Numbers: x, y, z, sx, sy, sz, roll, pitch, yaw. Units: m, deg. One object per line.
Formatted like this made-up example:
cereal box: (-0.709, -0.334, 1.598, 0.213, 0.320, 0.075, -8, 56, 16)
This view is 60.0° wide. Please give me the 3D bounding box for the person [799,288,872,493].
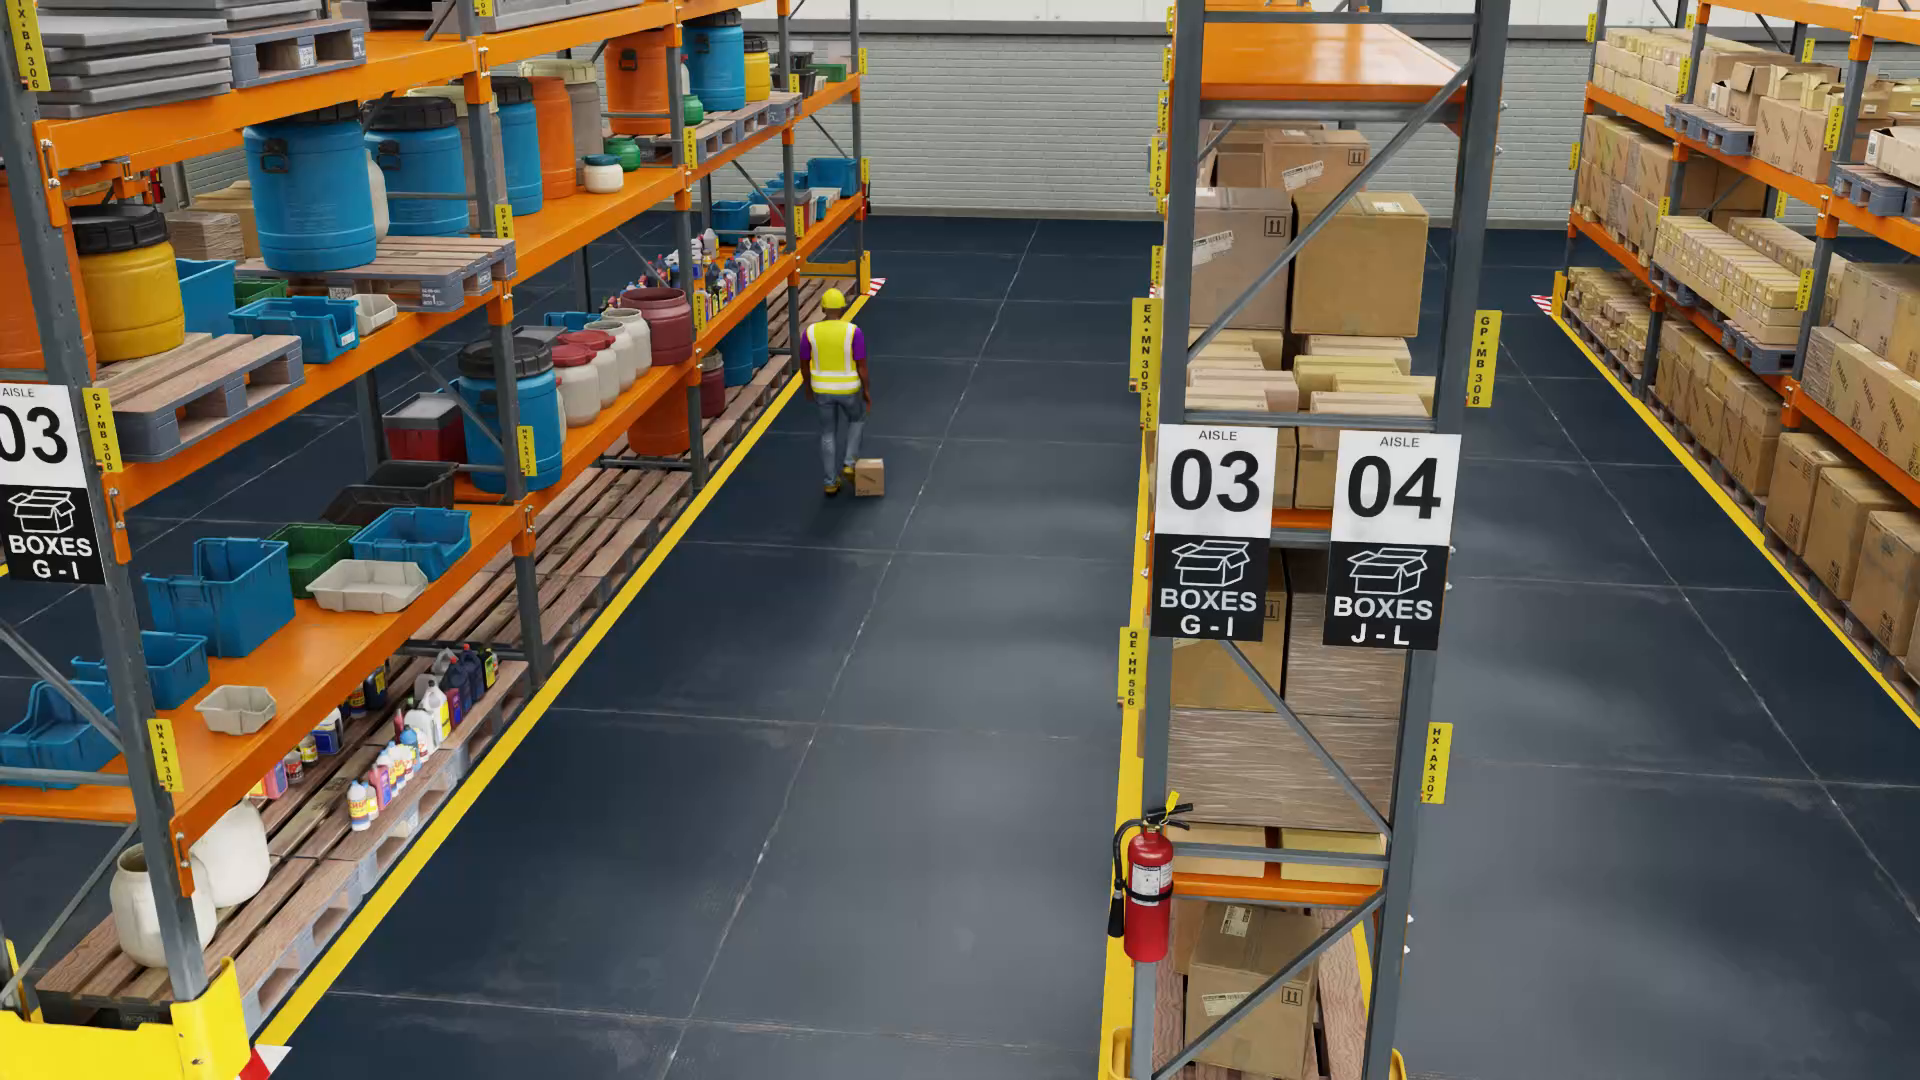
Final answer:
person: (-1.064, -1.294, 14.383, 0.621, 1.788, 0.522, 1, 21, 2)
